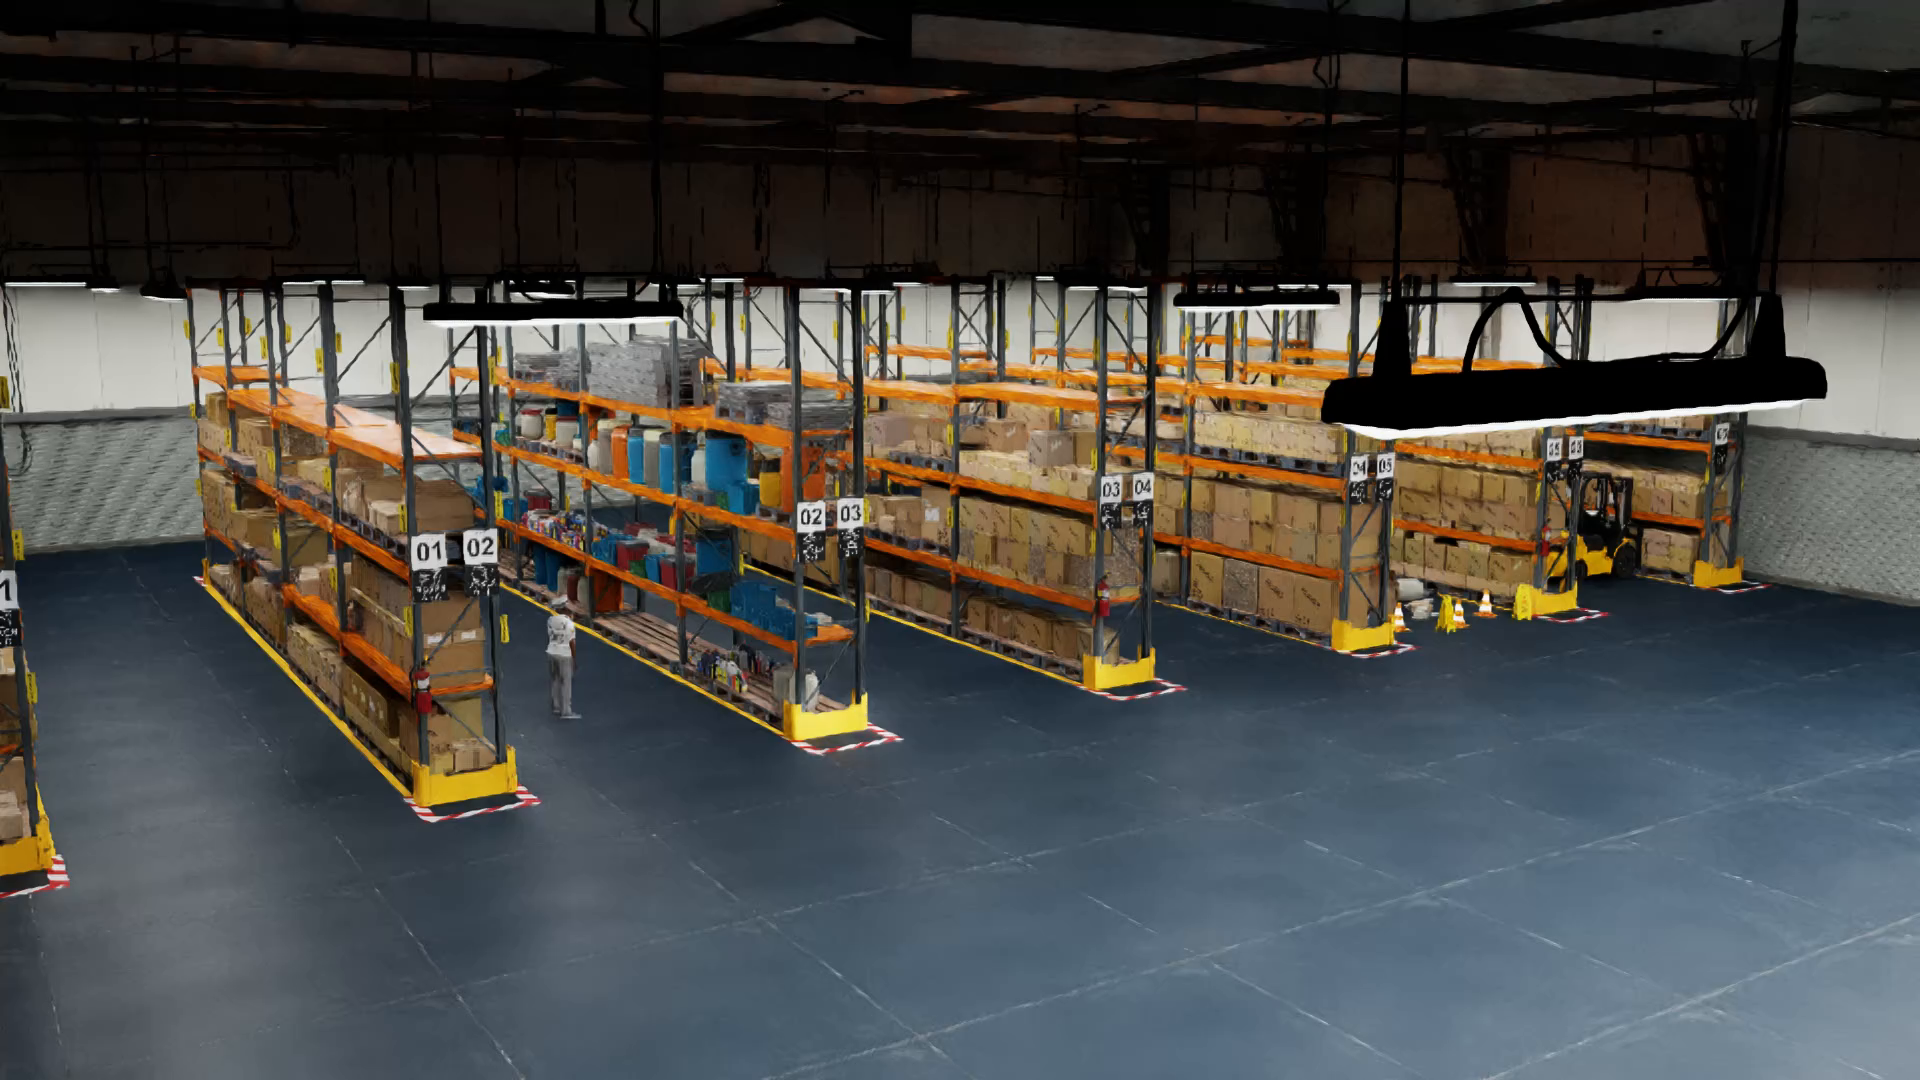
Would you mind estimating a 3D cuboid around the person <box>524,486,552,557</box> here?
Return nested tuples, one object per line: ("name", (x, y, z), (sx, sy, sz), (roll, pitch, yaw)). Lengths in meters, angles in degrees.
("person", (-8.801, -0.334, 34.973), (0.844, 1.661, 0.682), (8, 13, 40))

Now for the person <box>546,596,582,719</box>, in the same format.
("person", (-5.523, 1.629, 23.205), (0.552, 1.683, 0.440), (5, 11, 29))

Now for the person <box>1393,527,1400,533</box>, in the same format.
("person", (9.674, -0.755, 37.080), (0.576, 1.768, 0.626), (-1, 10, -5))
